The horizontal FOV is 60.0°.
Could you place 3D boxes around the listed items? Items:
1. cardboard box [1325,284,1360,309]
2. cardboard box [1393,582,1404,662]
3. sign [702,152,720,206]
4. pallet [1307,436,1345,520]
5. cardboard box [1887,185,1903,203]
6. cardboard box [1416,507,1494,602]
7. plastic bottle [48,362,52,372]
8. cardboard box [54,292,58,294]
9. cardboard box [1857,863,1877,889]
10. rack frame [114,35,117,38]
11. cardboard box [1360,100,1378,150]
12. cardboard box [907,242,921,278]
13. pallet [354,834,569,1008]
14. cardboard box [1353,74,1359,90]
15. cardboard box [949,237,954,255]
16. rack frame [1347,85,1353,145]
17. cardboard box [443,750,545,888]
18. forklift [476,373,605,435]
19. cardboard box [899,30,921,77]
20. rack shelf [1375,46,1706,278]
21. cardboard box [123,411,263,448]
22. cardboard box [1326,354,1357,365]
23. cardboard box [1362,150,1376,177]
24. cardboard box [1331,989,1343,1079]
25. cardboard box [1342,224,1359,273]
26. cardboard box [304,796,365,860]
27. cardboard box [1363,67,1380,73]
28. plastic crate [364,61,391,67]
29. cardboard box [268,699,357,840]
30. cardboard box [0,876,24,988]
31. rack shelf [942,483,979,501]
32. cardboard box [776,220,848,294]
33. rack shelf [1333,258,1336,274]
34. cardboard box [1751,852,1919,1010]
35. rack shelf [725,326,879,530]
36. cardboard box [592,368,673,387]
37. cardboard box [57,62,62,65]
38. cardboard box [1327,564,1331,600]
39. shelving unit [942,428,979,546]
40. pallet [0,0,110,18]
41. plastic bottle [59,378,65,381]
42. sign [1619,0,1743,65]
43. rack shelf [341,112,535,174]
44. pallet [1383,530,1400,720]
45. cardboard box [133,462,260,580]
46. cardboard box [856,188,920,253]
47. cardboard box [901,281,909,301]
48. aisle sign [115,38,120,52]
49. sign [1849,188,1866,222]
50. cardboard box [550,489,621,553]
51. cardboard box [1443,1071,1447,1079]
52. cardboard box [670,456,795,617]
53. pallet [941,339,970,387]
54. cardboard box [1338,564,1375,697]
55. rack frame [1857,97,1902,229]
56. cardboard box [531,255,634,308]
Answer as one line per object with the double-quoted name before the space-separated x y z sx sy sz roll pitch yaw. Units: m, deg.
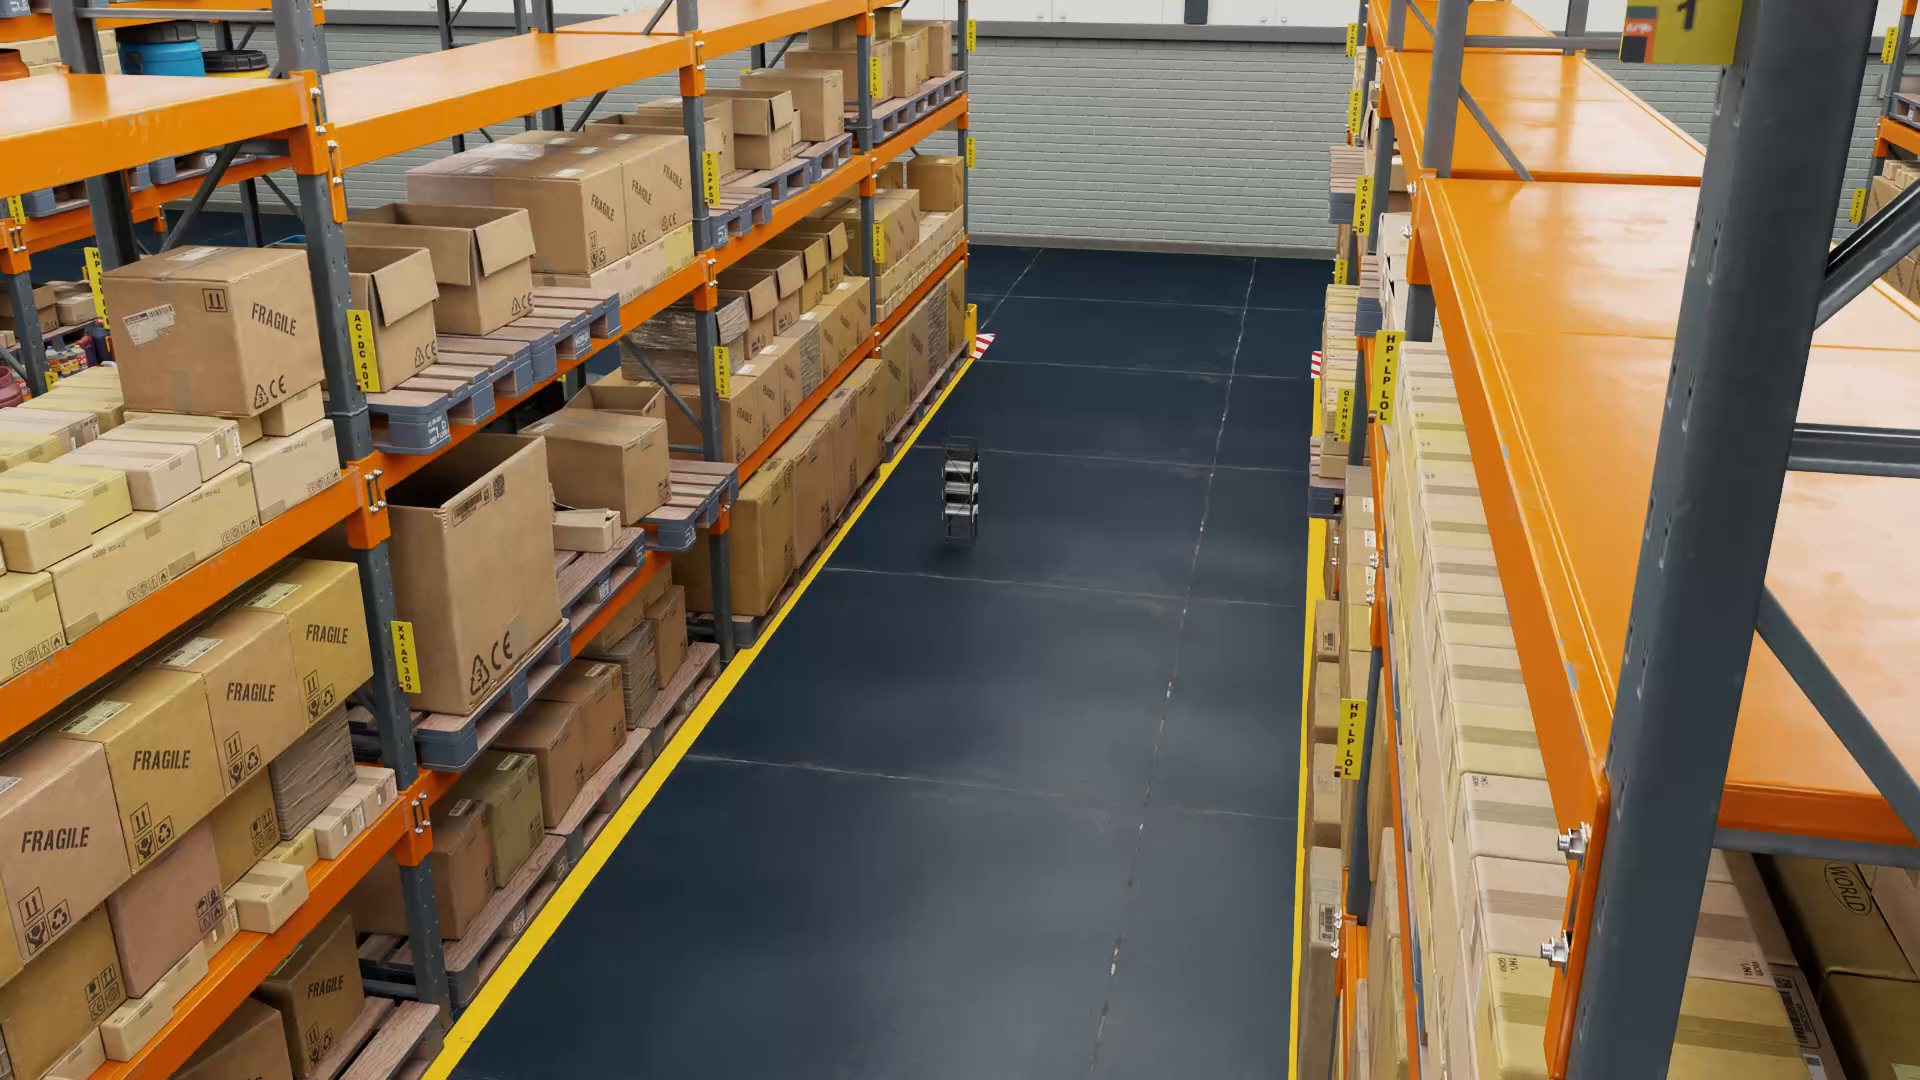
"cardboard box" 3.072 -1.900 13.064 0.380 0.149 0.250 6 23 14
"cardboard box" 1.358 0.234 4.412 0.380 0.149 0.250 4 22 10
"sign" -1.518 -2.196 10.114 0.100 0.325 0.005 4 22 11
"pallet" 2.828 -0.372 10.548 1.213 0.211 1.003 4 22 11
"cardboard box" 8.810 -2.944 15.207 0.500 0.500 0.500 4 22 9
"cardboard box" 1.253 0.049 3.806 0.380 0.149 0.250 4 22 11
"plastic bottle" -7.084 -1.305 12.875 0.097 0.201 0.097 0 22 0
"cardboard box" -10.706 -2.675 19.102 0.500 0.250 0.500 4 22 11
"cardboard box" 1.690 0.473 2.753 0.380 0.149 0.250 5 22 11
"rack frame" -10.113 -7.072 18.898 1.000 3.000 0.127 4 22 11
"cardboard box" 3.159 -2.734 11.442 0.797 0.503 0.637 4 22 10
"cardboard box" -0.673 -2.661 15.780 0.500 0.250 0.500 5 22 12
"pallet" -2.707 1.865 8.472 1.003 0.211 1.213 4 22 11
"cardboard box" 3.753 -3.971 14.744 0.500 0.250 0.500 4 22 9
"cardboard box" -0.270 -3.073 17.336 0.380 0.149 0.250 5 22 11
"rack frame" 4.419 -3.118 17.110 1.000 3.000 0.127 4 22 11
"cardboard box" -2.602 1.415 8.611 0.700 0.500 0.500 4 22 11
"forklift" -3.730 -1.252 12.569 1.130 2.935 3.031 6 23 14
"cardboard box" -0.760 -4.628 16.015 0.700 0.500 0.500 3 22 7
"rack shelf" 2.379 -1.724 7.117 1.077 0.370 4.000 4 22 11
"cardboard box" -2.792 -0.419 6.061 0.380 0.149 0.250 5 22 12
"cardboard box" 2.651 -1.133 11.161 0.380 0.149 0.250 4 22 11
"cardboard box" 2.850 -2.224 10.743 0.500 0.500 0.500 4 22 11
"cardboard box" 1.774 2.286 5.973 0.875 0.875 0.875 5 22 12
"cardboard box" 3.434 -2.495 13.695 0.500 0.500 0.500 4 22 9
"cardboard box" -2.681 1.164 6.814 0.380 0.149 0.250 4 22 11
"cardboard box" 3.604 -3.911 14.061 0.380 0.149 0.250 4 22 9
"plastic crate" -5.846 -4.735 17.194 0.504 0.338 0.767 4 22 11
"cardboard box" -3.017 0.831 6.772 0.875 0.500 0.500 4 22 11
"cardboard box" -3.092 1.125 4.705 0.500 0.500 0.500 4 22 11
"rack shelf" 0.002 -0.389 13.236 0.258 0.077 0.200 4 22 11
"cardboard box" -1.354 -2.347 13.720 0.797 0.503 0.637 4 22 10
"rack shelf" 4.011 -2.053 15.428 1.077 0.370 4.000 4 22 11
"cardboard box" 1.606 0.690 2.746 0.500 0.250 0.500 4 22 10
"rack shelf" -1.640 -1.005 12.826 1.077 0.370 4.000 4 22 11
"cardboard box" -2.190 -0.853 11.352 0.500 0.500 0.500 5 23 13
"cardboard box" -10.073 -5.221 18.518 0.500 0.250 0.500 4 22 11
"cardboard box" 2.775 0.323 11.352 0.500 0.500 0.500 5 23 13
"shelving unit" 0.002 -0.420 13.223 0.258 0.900 0.210 4 22 11
"pallet" -6.720 -3.756 11.452 1.213 0.211 1.003 4 22 11
"plastic bottle" -6.492 -1.061 12.168 0.152 0.276 0.135 4 22 11
"sign" 0.626 -0.565 1.386 0.100 0.325 0.005 4 22 11
"rack shelf" -5.673 -4.237 16.836 1.077 0.370 4.000 4 22 11
"pallet" 1.793 0.219 4.928 1.003 0.211 1.213 4 22 11
"cardboard box" -2.819 -0.089 5.775 0.500 0.250 0.500 5 22 12
"cardboard box" -0.674 -3.012 15.646 0.500 0.500 0.500 4 22 9
"cardboard box" -0.687 -2.325 15.478 0.380 0.149 0.250 4 22 9
"aisle sign" -9.799 -5.497 19.537 0.394 0.787 0.004 4 22 11
"sign" 8.743 -3.260 16.199 0.100 0.325 0.005 4 22 11
"cardboard box" -2.124 -0.109 9.257 0.396 0.266 0.258 4 22 9
"cardboard box" 0.942 0.978 2.565 0.380 0.149 0.250 5 22 11
"cardboard box" -1.887 -0.067 11.817 1.225 0.875 0.875 3 22 8
"pallet" -0.502 -1.941 17.921 1.003 0.211 1.213 4 22 11
"cardboard box" 2.123 0.458 8.098 0.500 0.500 0.500 4 22 10
"rack frame" 9.286 -2.777 16.265 1.000 3.000 0.127 4 22 11
"cardboard box" -2.098 -1.370 8.957 0.500 0.250 0.500 5 22 12
